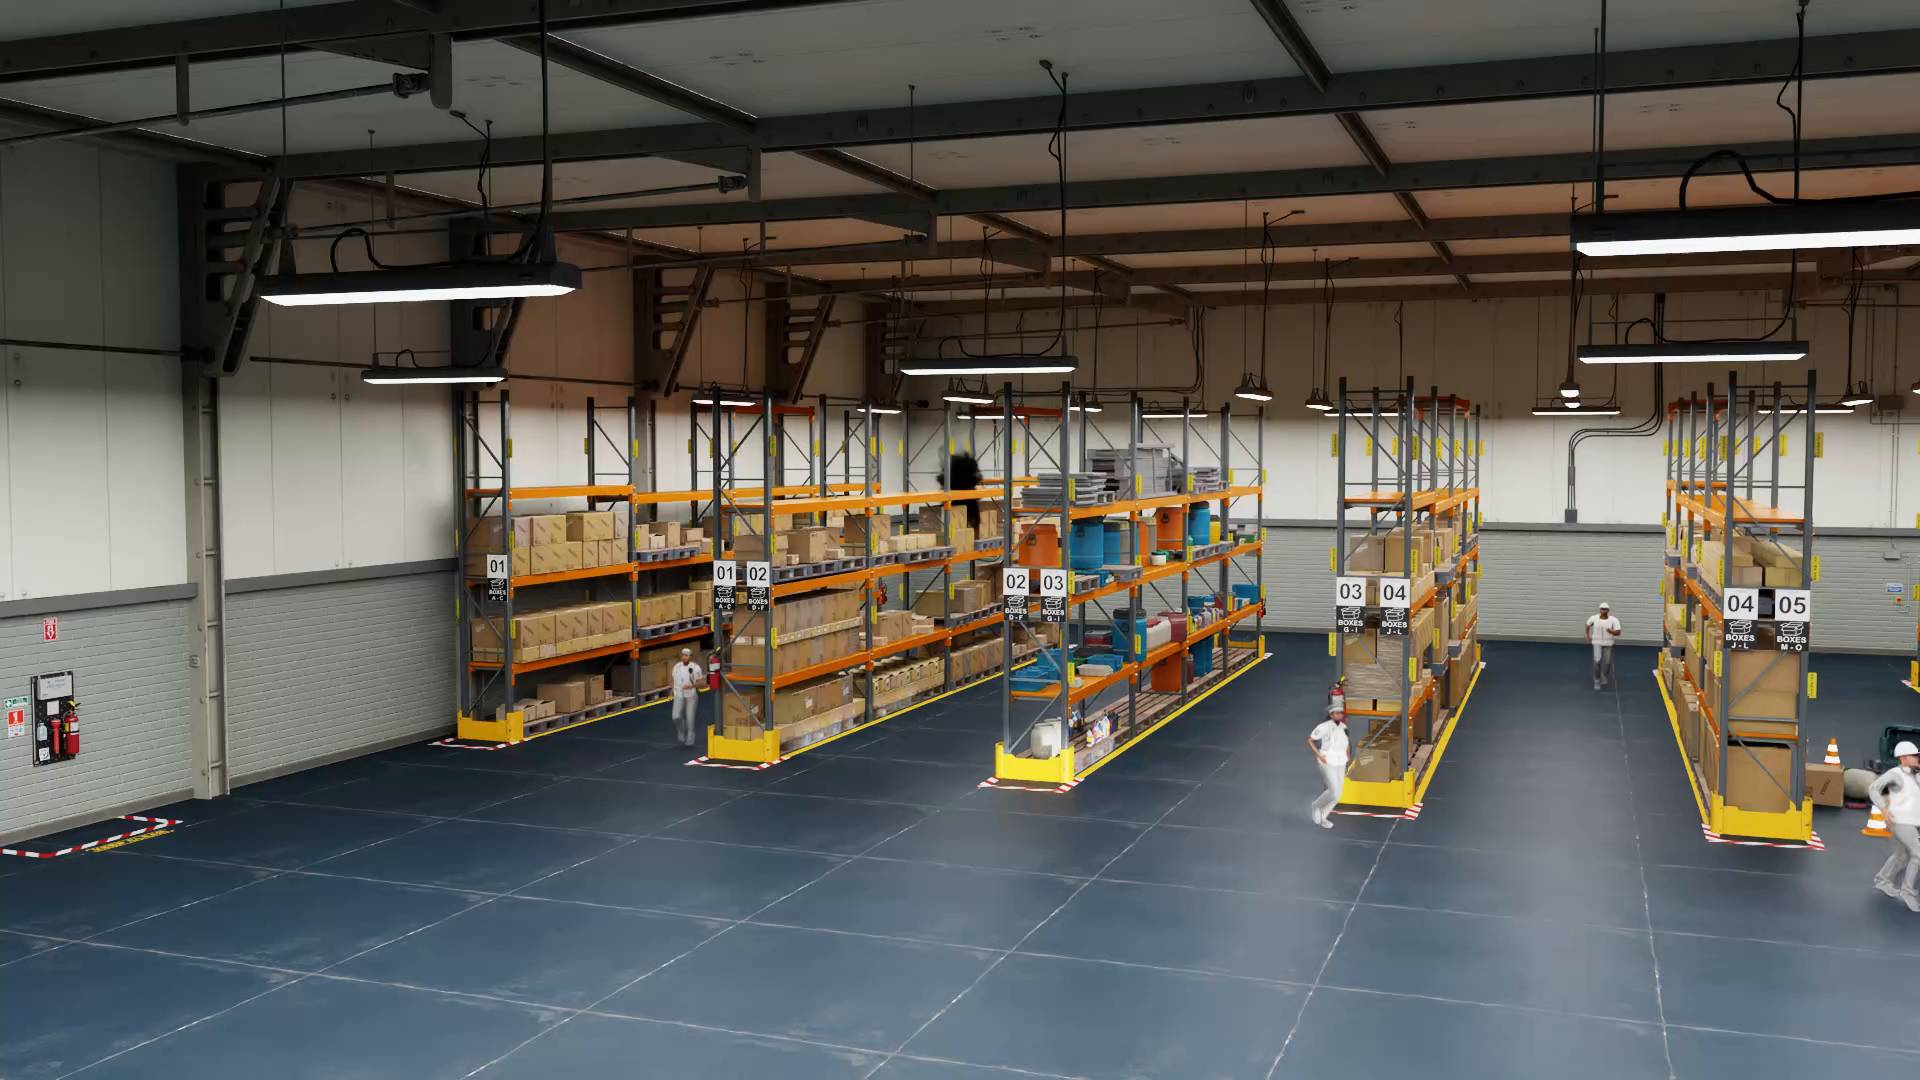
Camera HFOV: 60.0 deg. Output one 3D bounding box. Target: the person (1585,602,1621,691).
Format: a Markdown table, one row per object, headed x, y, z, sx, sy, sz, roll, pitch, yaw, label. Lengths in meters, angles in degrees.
| x | y | z | sx | sy | sz | roll | pitch | yaw | label |
| --- | --- | --- | --- | --- | --- | --- | --- | --- | --- |
| 13.391 | 2.205 | 34.635 | 0.677 | 1.822 | 0.801 | 1 | 3 | 19 | person |

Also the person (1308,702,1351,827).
| x | y | z | sx | sy | sz | roll | pitch | yaw | label |
| --- | --- | --- | --- | --- | --- | --- | --- | --- | --- |
| 4.945 | 2.961 | 21.959 | 0.611 | 1.658 | 0.494 | -2 | 4 | -27 | person |

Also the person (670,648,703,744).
| x | y | z | sx | sy | sz | roll | pitch | yaw | label |
| --- | --- | --- | --- | --- | --- | --- | --- | --- | --- |
| -4.638 | 2.640 | 28.014 | 0.586 | 1.629 | 0.583 | 0 | 3 | 6 | person |

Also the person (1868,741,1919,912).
| x | y | z | sx | sy | sz | roll | pitch | yaw | label |
| --- | --- | --- | --- | --- | --- | --- | --- | --- | --- |
| 10.351 | 3.119 | 18.181 | 0.624 | 1.830 | 0.749 | -2 | 4 | -30 | person |
